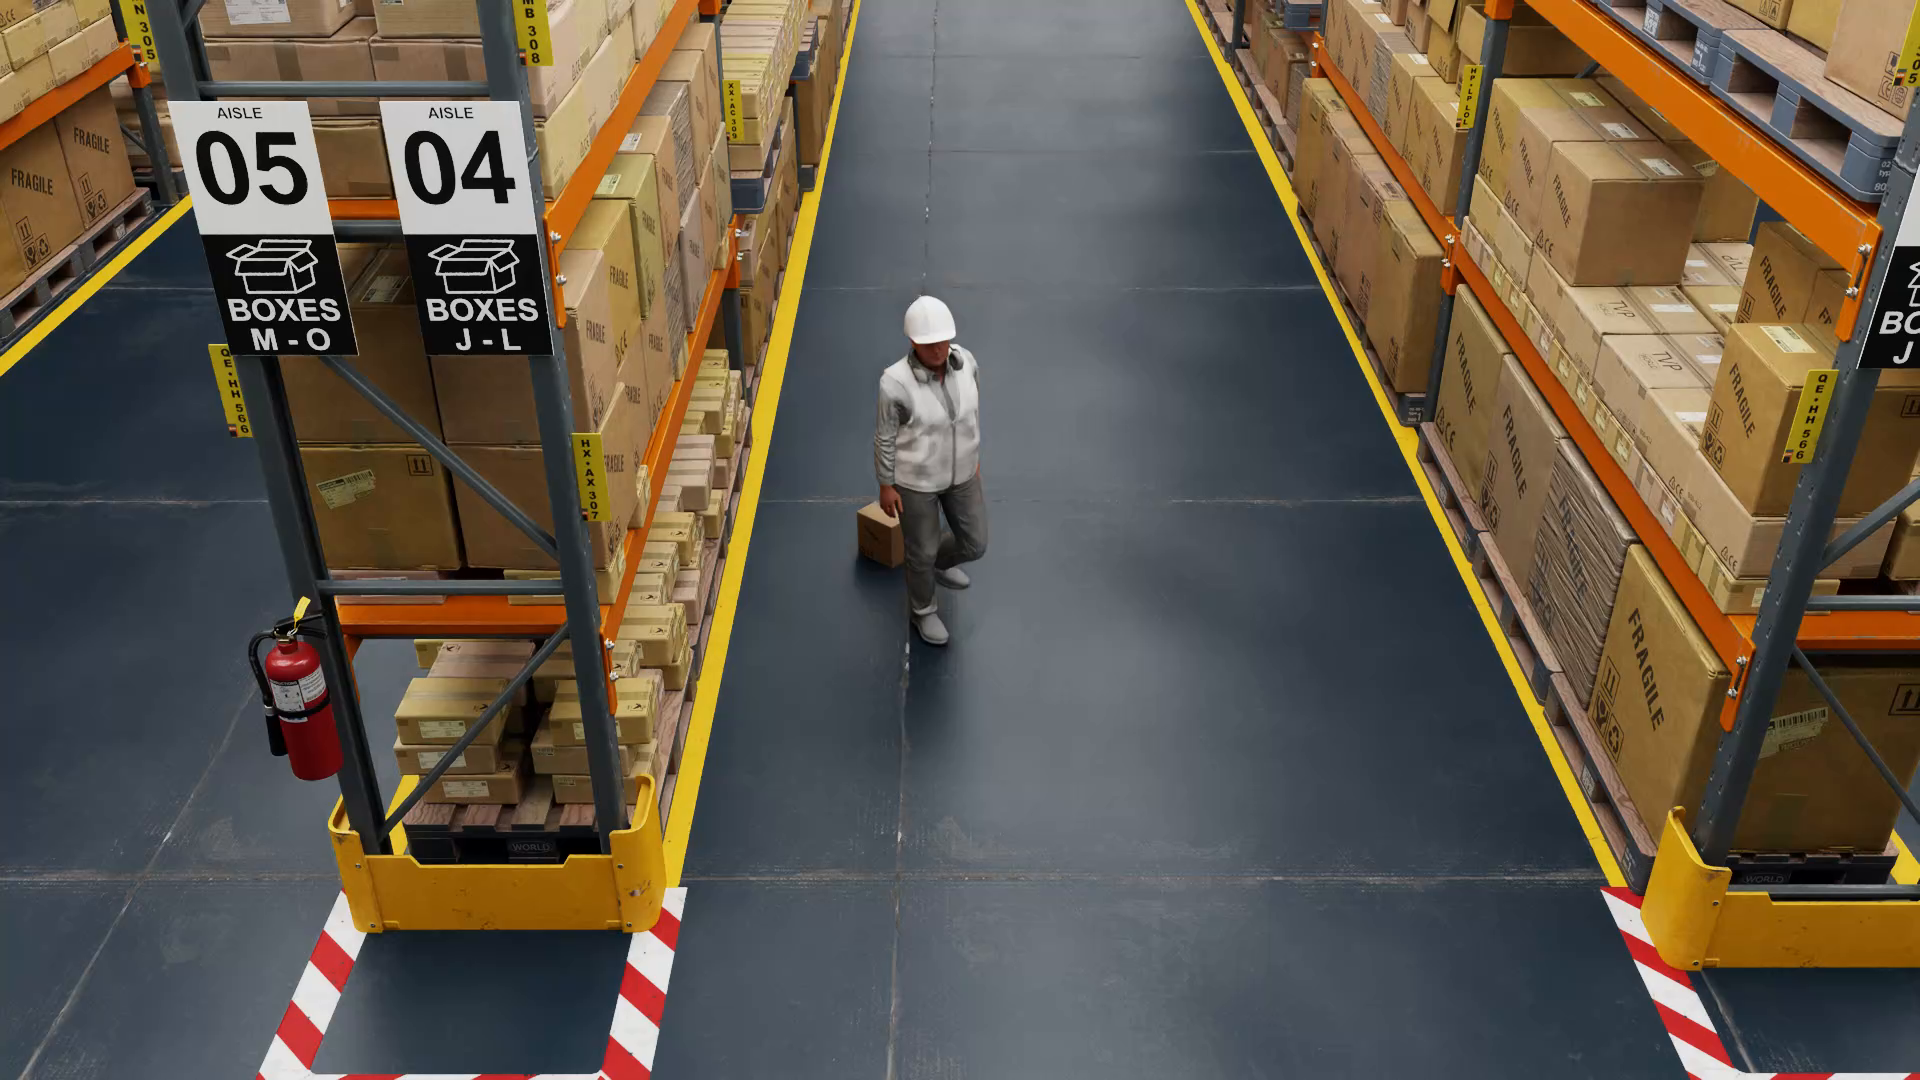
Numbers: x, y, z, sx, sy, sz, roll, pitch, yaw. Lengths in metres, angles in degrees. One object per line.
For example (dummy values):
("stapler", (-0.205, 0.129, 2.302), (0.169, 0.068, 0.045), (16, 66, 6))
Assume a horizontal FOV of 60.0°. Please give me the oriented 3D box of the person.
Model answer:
("person", (-0.146, -0.335, 7.652), (0.589, 1.769, 0.554), (-19, 36, -28))
